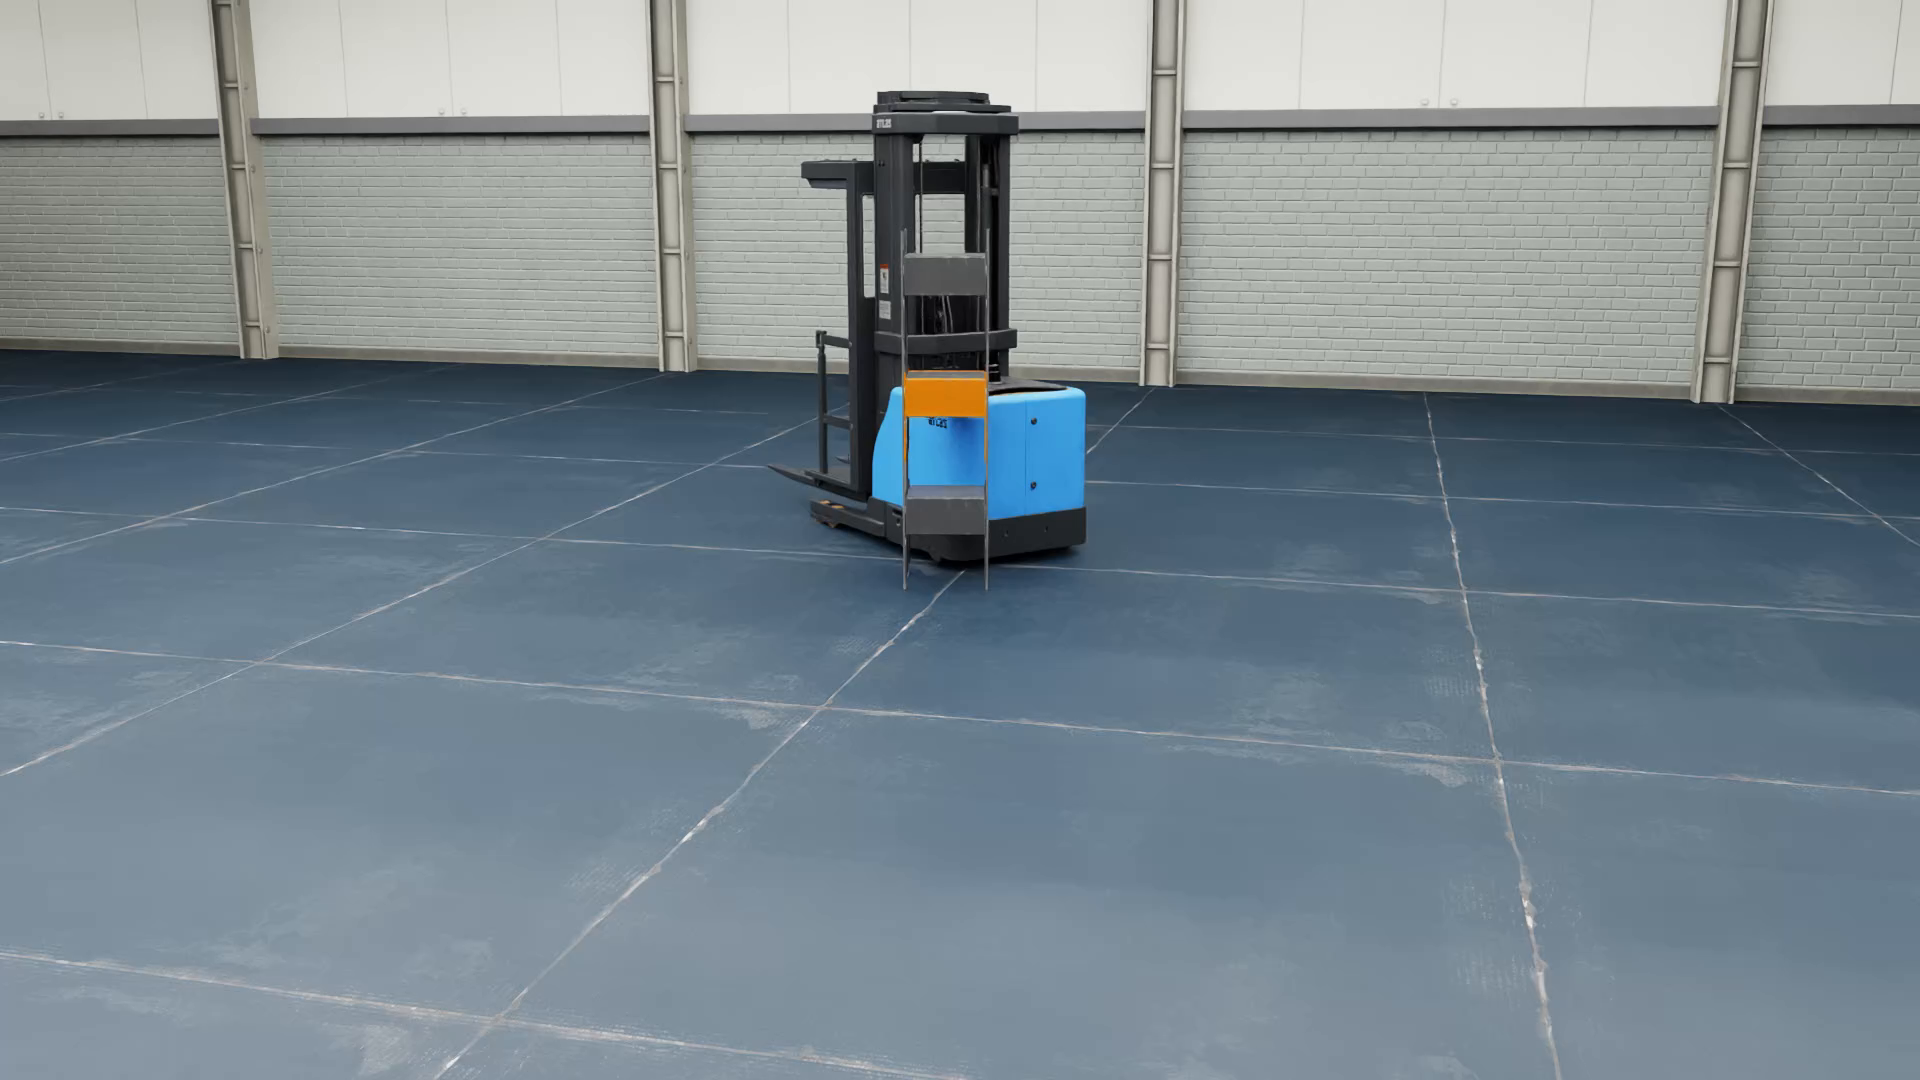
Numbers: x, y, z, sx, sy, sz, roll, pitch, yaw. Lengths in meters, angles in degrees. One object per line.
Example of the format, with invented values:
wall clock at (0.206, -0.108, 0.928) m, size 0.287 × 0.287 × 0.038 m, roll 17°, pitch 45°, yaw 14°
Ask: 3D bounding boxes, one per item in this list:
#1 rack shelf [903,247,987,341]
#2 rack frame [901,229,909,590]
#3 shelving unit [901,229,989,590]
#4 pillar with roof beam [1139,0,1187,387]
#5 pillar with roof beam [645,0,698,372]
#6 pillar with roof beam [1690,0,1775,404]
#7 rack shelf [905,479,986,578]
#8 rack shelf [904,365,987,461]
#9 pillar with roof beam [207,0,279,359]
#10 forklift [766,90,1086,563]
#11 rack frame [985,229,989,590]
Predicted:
rack shelf at (-0.082, -1.441, 9.710) m, size 0.480 × 0.518 × 0.431 m, roll 0°, pitch 13°, yaw 1°
rack frame at (-0.326, -0.772, 9.863) m, size 0.015 × 2.100 × 0.400 m, roll 0°, pitch 13°, yaw 1°
shelving unit at (-0.082, -0.771, 9.859) m, size 0.503 × 2.100 × 0.431 m, roll 0°, pitch 13°, yaw 1°
pillar with roof beam at (1.277, -5.300, 14.348) m, size 0.400 × 9.000 × 9.100 m, roll 3°, pitch 13°, yaw 14°
pillar with roof beam at (-4.548, -5.612, 15.751) m, size 0.400 × 9.000 × 9.100 m, roll 3°, pitch 13°, yaw 14°
pillar with roof beam at (7.102, -4.989, 12.945) m, size 0.400 × 9.000 × 9.100 m, roll 3°, pitch 13°, yaw 14°
rack shelf at (-0.082, -0.074, 10.014) m, size 0.480 × 0.518 × 0.431 m, roll 0°, pitch 13°, yaw 1°
rack shelf at (-0.082, -0.757, 9.862) m, size 0.480 × 0.518 × 0.431 m, roll 0°, pitch 13°, yaw 1°
pillar with roof beam at (-10.373, -5.923, 17.155) m, size 0.400 × 9.000 × 9.100 m, roll 3°, pitch 13°, yaw 14°
forklift at (-0.398, -1.559, 11.491) m, size 1.130 × 2.935 × 3.031 m, roll -8°, pitch 15°, yaw -32°
rack frame at (0.162, -0.770, 9.855) m, size 0.015 × 2.100 × 0.400 m, roll 0°, pitch 13°, yaw 1°
